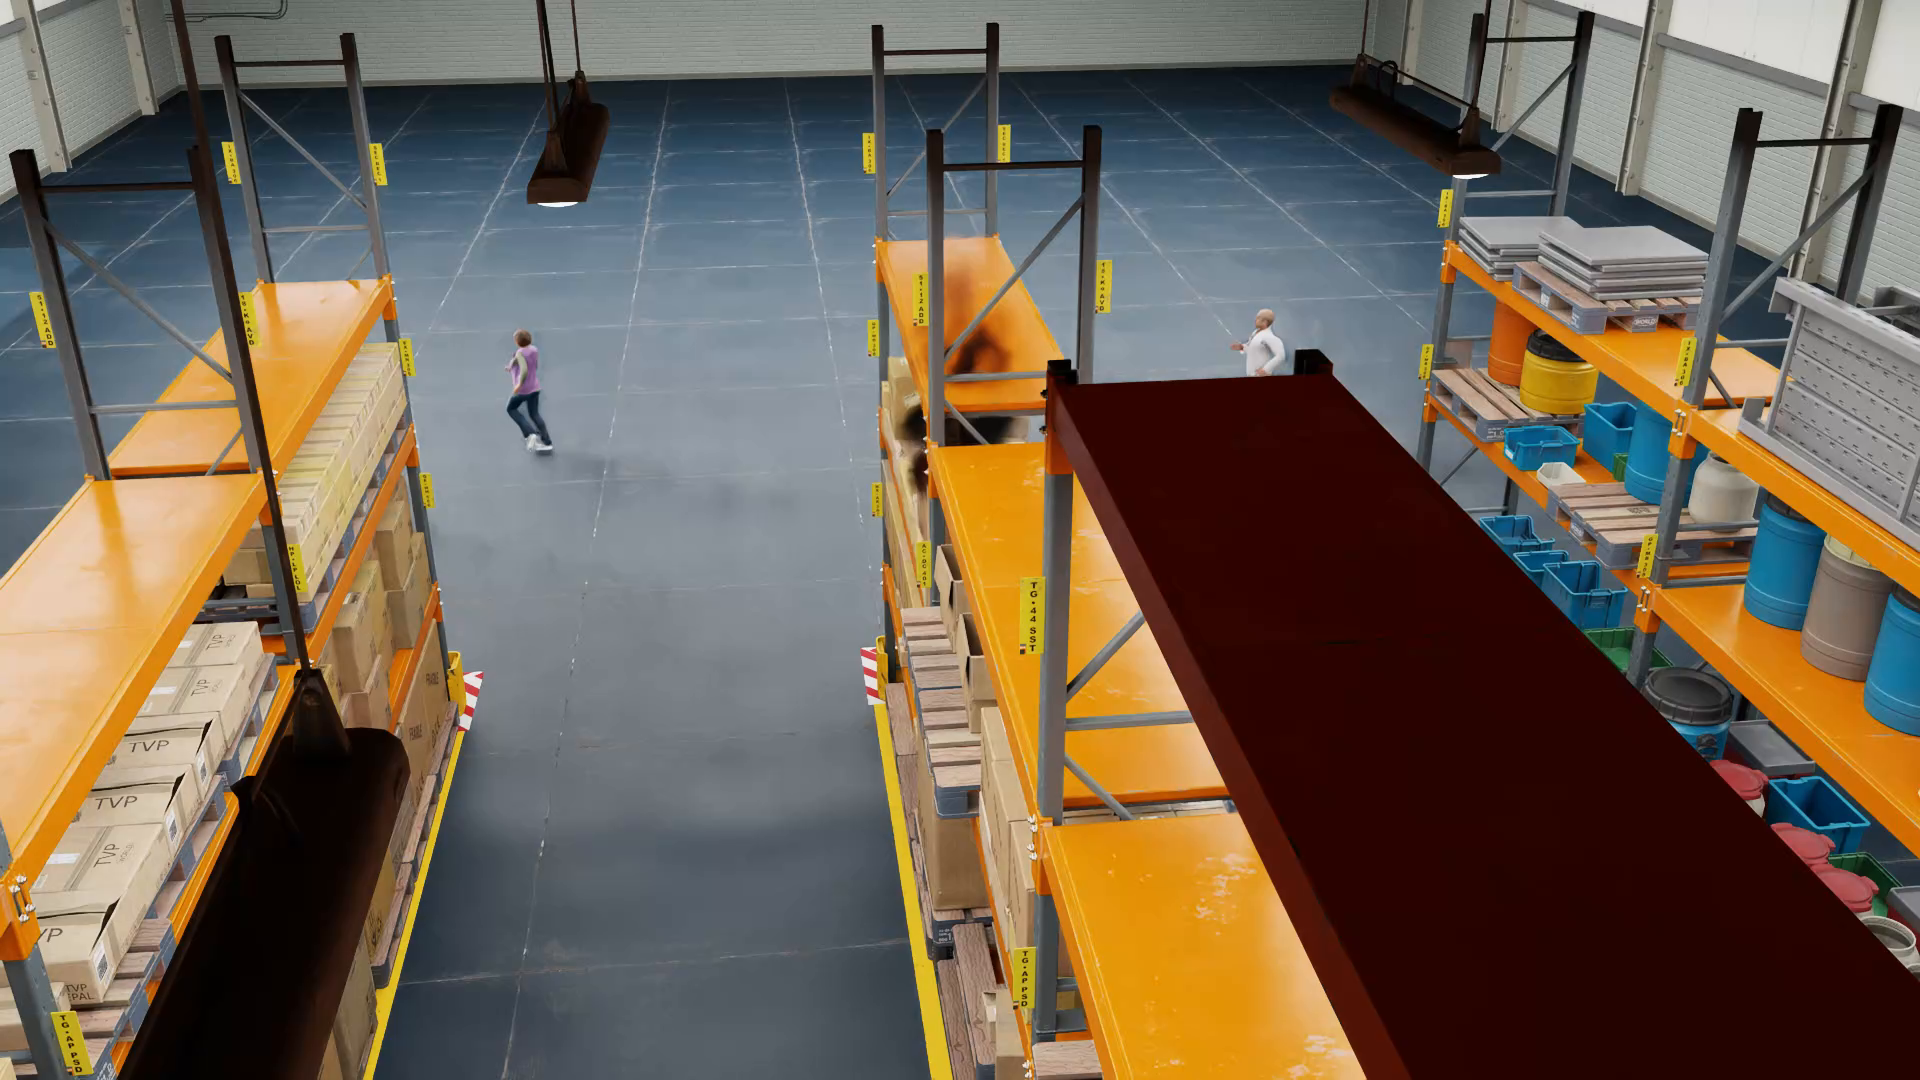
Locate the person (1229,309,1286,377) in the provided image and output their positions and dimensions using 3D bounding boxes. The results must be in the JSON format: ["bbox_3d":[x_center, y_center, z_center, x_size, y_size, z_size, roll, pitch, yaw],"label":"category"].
[{"bbox_3d":[3.691,-1.982,20.535,0.981,1.804,0.698,5,26,11],"label":"person"}]

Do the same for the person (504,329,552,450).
[{"bbox_3d":[-5.376,-1.846,20.545,0.623,1.544,0.512,13,28,25],"label":"person"}]
